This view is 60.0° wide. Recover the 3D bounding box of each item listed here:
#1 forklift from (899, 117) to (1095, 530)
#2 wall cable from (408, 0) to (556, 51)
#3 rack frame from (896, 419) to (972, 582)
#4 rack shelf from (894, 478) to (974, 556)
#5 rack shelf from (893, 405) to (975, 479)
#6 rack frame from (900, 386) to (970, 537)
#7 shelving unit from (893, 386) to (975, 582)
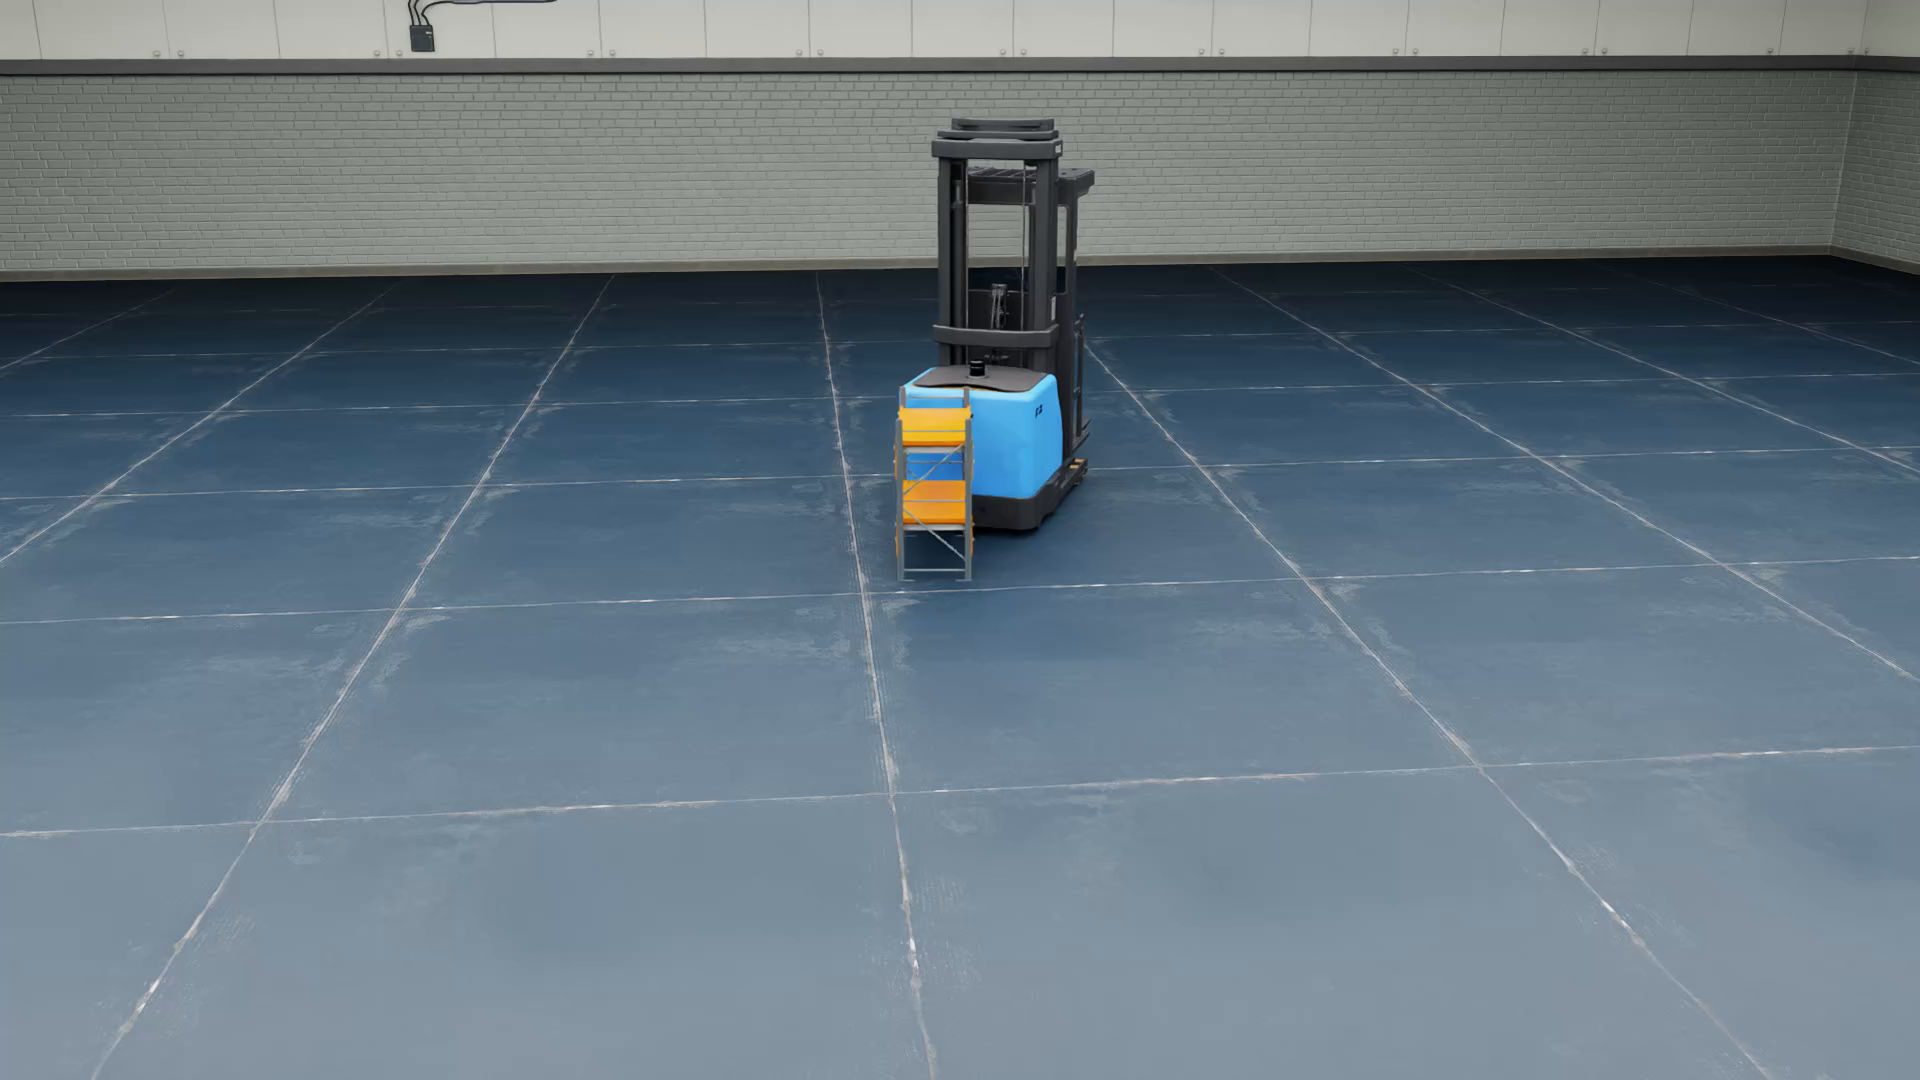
[{"bbox_3d":[0.432,-1.875,13.255,1.130,2.935,3.031,5,18,15],"label":"forklift"},{"bbox_3d":[-6.664,-9.870,22.913,2.305,6.003,0.169,-2,18,-6],"label":"wall cable"},{"bbox_3d":[-0.172,-0.256,11.116,0.500,1.125,0.032,0,17,0],"label":"rack frame"},{"bbox_3d":[-0.176,-0.175,11.674,0.538,0.278,1.000,0,17,0],"label":"rack shelf"},{"bbox_3d":[-0.176,-0.688,11.513,0.538,0.278,1.000,0,17,0],"label":"rack shelf"},{"bbox_3d":[-0.180,-0.561,12.086,0.500,1.125,0.032,0,17,0],"label":"rack frame"},{"bbox_3d":[-0.176,-0.409,11.601,0.538,1.125,1.048,0,17,0],"label":"shelving unit"}]
